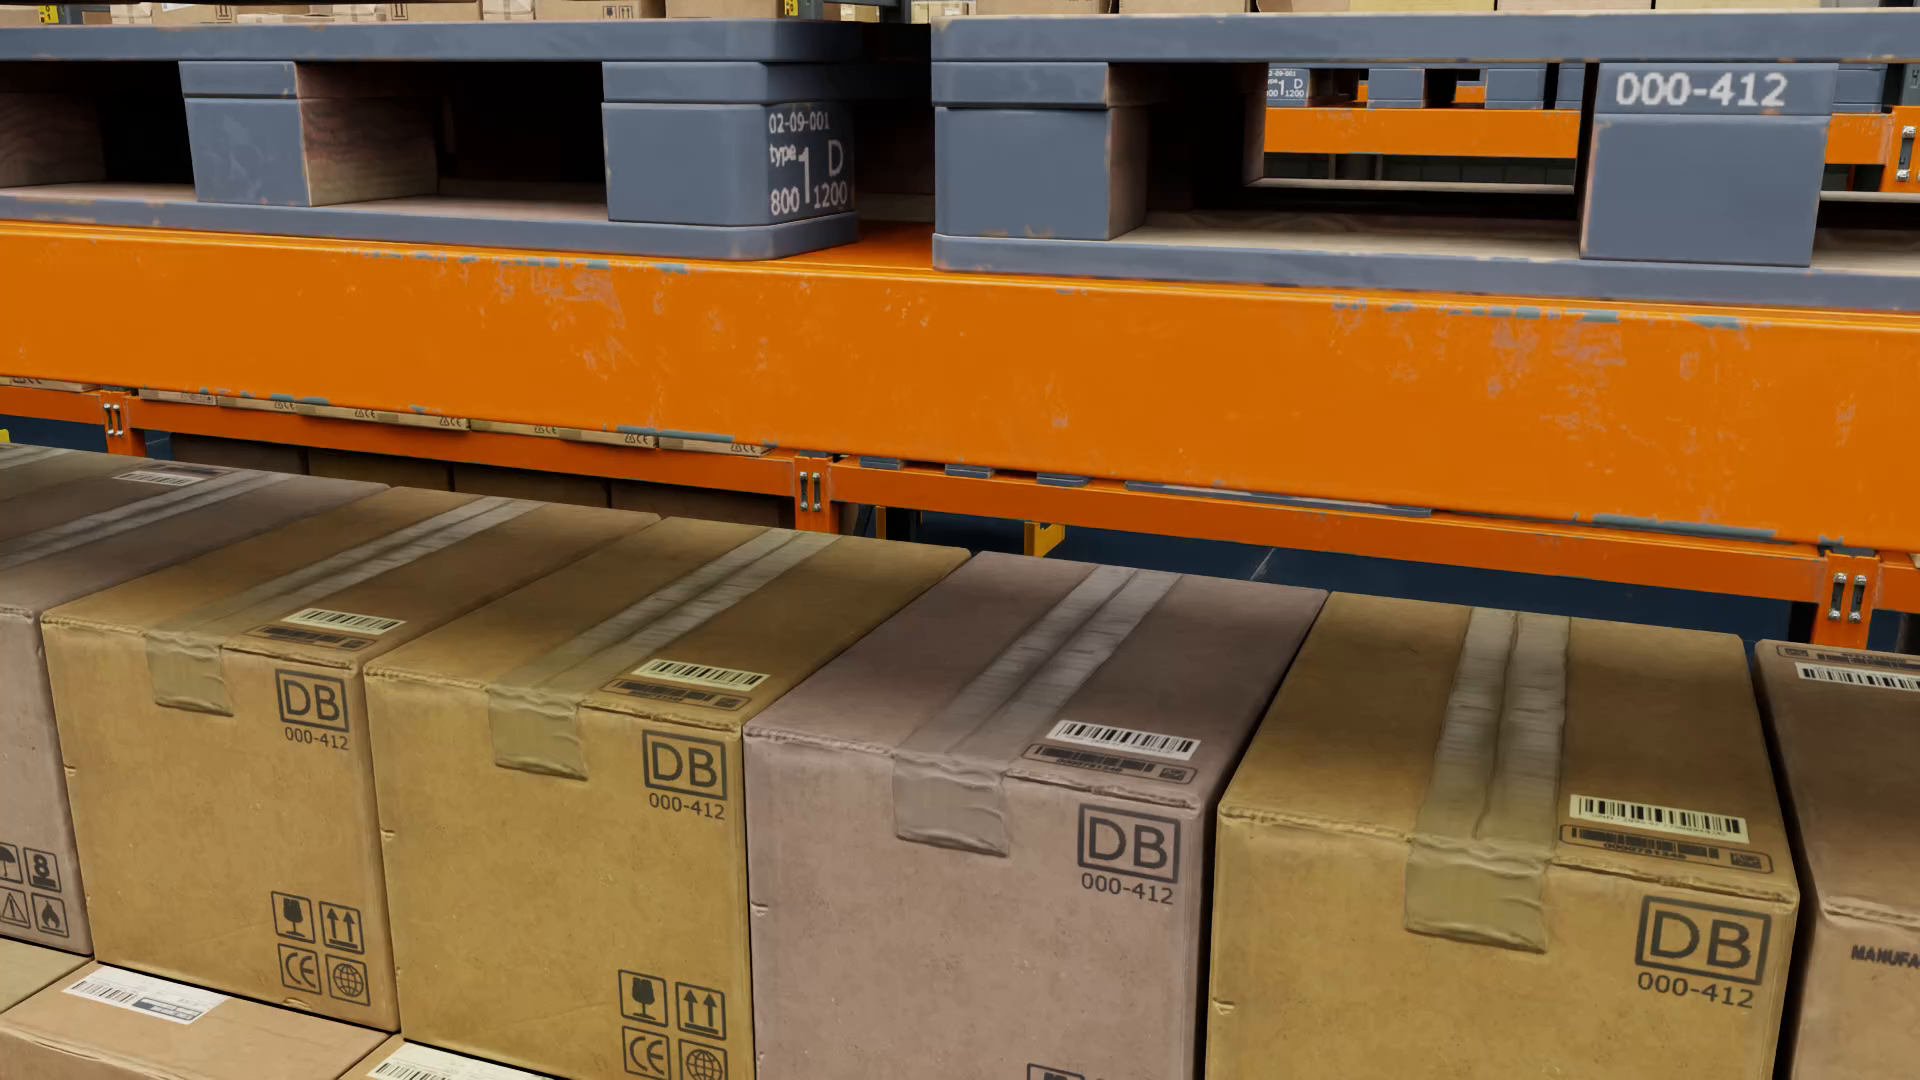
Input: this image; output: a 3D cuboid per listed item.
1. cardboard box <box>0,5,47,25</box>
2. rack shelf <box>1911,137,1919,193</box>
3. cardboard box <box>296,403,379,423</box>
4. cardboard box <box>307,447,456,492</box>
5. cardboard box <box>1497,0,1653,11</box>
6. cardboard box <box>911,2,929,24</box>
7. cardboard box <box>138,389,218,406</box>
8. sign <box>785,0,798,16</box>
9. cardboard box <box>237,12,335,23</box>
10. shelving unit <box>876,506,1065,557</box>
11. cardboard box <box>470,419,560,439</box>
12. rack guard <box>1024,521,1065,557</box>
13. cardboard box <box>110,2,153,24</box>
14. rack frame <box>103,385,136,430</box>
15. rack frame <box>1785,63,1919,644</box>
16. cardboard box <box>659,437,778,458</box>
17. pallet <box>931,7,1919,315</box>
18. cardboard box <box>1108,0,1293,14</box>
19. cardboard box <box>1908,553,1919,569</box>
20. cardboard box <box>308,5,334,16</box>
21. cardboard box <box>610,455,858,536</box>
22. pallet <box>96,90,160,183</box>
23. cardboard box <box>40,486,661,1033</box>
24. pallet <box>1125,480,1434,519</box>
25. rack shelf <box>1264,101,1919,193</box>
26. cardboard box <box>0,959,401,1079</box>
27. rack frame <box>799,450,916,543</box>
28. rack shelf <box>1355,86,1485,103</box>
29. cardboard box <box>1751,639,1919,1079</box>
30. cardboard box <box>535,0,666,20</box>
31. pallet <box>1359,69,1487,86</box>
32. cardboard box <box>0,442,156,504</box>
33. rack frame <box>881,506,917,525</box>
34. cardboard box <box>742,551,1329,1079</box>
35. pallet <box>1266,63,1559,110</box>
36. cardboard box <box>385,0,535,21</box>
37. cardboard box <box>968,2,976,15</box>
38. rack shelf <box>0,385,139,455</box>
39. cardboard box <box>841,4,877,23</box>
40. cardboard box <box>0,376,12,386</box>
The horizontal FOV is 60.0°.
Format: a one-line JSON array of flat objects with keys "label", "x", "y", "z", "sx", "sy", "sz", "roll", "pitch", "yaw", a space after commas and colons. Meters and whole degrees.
[{"label": "cardboard box", "x": -4.889, "y": -2.670, "z": 8.419, "sx": 0.258, "sy": 0.266, "sz": 0.396, "roll": 7, "pitch": 18, "yaw": 22}, {"label": "rack shelf", "x": 5.125, "y": -1.134, "z": 5.110, "sx": 4.000, "sy": 0.370, "sz": 1.077, "roll": 6, "pitch": 17, "yaw": 21}, {"label": "cardboard box", "x": -2.912, "y": -0.767, "z": 8.206, "sx": 0.500, "sy": 0.250, "sz": 0.500, "roll": 6, "pitch": 17, "yaw": 20}, {"label": "cardboard box", "x": -2.728, "y": -0.110, "z": 8.731, "sx": 0.875, "sy": 0.875, "sz": 0.875, "roll": 7, "pitch": 18, "yaw": 22}, {"label": "cardboard box", "x": 2.199, "y": -1.889, "z": 5.936, "sx": 0.500, "sy": 0.250, "sz": 0.500, "roll": 7, "pitch": 17, "yaw": 21}, {"label": "cardboard box", "x": -0.274, "y": -3.734, "z": 11.797, "sx": 0.250, "sy": 0.149, "sz": 0.380, "roll": 6, "pitch": 17, "yaw": 21}, {"label": "cardboard box", "x": -3.865, "y": -0.876, "z": 8.581, "sx": 0.500, "sy": 0.250, "sz": 0.500, "roll": 6, "pitch": 17, "yaw": 19}, {"label": "sign", "x": -0.668, "y": -2.236, "z": 6.548, "sx": 0.005, "sy": 0.325, "sz": 0.100, "roll": 6, "pitch": 17, "yaw": 21}, {"label": "cardboard box", "x": -3.129, "y": -2.372, "z": 7.749, "sx": 0.250, "sy": 0.166, "sz": 0.380, "roll": 5, "pitch": 17, "yaw": 17}, {"label": "shelving unit", "x": 0.071, "y": -0.712, "z": 10.438, "sx": 1.083, "sy": 1.500, "sz": 0.587, "roll": 6, "pitch": 17, "yaw": 21}, {"label": "cardboard box", "x": -1.966, "y": -0.669, "z": 7.867, "sx": 0.500, "sy": 0.250, "sz": 0.500, "roll": 6, "pitch": 17, "yaw": 20}, {"label": "rack guard", "x": 0.534, "y": -0.061, "z": 10.436, "sx": 0.087, "sy": 0.250, "sz": 0.587, "roll": 6, "pitch": 17, "yaw": 21}, {"label": "cardboard box", "x": -3.840, "y": -2.498, "z": 8.004, "sx": 0.258, "sy": 0.266, "sz": 0.396, "roll": 6, "pitch": 17, "yaw": 20}, {"label": "rack frame", "x": -4.177, "y": -1.062, "z": 8.951, "sx": 0.127, "sy": 3.000, "sz": 1.000, "roll": 6, "pitch": 17, "yaw": 21}, {"label": "rack frame", "x": 3.265, "y": -0.244, "z": 6.132, "sx": 0.127, "sy": 3.000, "sz": 1.000, "roll": 6, "pitch": 17, "yaw": 21}, {"label": "cardboard box", "x": -1.022, "y": -0.565, "z": 7.509, "sx": 0.500, "sy": 0.250, "sz": 0.500, "roll": 6, "pitch": 17, "yaw": 19}, {"label": "pallet", "x": 0.671, "y": -0.379, "z": 1.562, "sx": 1.217, "sy": 0.209, "sz": 0.805, "roll": 6, "pitch": 17, "yaw": 18}, {"label": "cardboard box", "x": 0.973, "y": -1.994, "z": 6.597, "sx": 0.637, "sy": 0.503, "sz": 0.797, "roll": 6, "pitch": 17, "yaw": 21}, {"label": "cardboard box", "x": 3.440, "y": -0.008, "z": 5.770, "sx": 0.250, "sy": 0.149, "sz": 0.380, "roll": 6, "pitch": 17, "yaw": 20}, {"label": "cardboard box", "x": -3.281, "y": -2.626, "z": 8.364, "sx": 0.500, "sy": 0.311, "sz": 0.500, "roll": 6, "pitch": 17, "yaw": 21}, {"label": "cardboard box", "x": -1.068, "y": 0.074, "z": 8.097, "sx": 0.875, "sy": 0.875, "sz": 0.875, "roll": 6, "pitch": 17, "yaw": 20}, {"label": "pallet", "x": -1.560, "y": -0.656, "z": 2.513, "sx": 1.003, "sy": 0.211, "sz": 1.213, "roll": 7, "pitch": 18, "yaw": 23}, {"label": "cardboard box", "x": -0.816, "y": 0.265, "z": 2.408, "sx": 0.500, "sy": 0.500, "sz": 0.700, "roll": 6, "pitch": 17, "yaw": 20}, {"label": "pallet", "x": 1.400, "y": -0.369, "z": 6.908, "sx": 1.213, "sy": 0.211, "sz": 1.003, "roll": 6, "pitch": 17, "yaw": 21}, {"label": "rack shelf", "x": 1.404, "y": -1.543, "z": 6.519, "sx": 4.000, "sy": 0.370, "sz": 1.077, "roll": 6, "pitch": 17, "yaw": 21}, {"label": "cardboard box", "x": -0.917, "y": 0.812, "z": 2.316, "sx": 0.500, "sy": 0.500, "sz": 0.500, "roll": 6, "pitch": 17, "yaw": 21}, {"label": "rack frame", "x": -0.456, "y": -0.653, "z": 7.542, "sx": 0.127, "sy": 3.000, "sz": 1.000, "roll": 6, "pitch": 17, "yaw": 21}, {"label": "rack shelf", "x": 3.222, "y": -2.831, "z": 10.955, "sx": 4.000, "sy": 0.370, "sz": 1.077, "roll": 6, "pitch": 17, "yaw": 21}, {"label": "cardboard box", "x": 1.078, "y": 0.473, "z": 1.691, "sx": 0.500, "sy": 0.500, "sz": 0.700, "roll": 6, "pitch": 17, "yaw": 20}, {"label": "cardboard box", "x": -1.447, "y": -2.395, "z": 7.230, "sx": 0.500, "sy": 0.500, "sz": 0.700, "roll": 5, "pitch": 17, "yaw": 18}, {"label": "pallet", "x": 3.067, "y": -3.130, "z": 11.035, "sx": 1.213, "sy": 0.211, "sz": 1.003, "roll": 7, "pitch": 18, "yaw": 23}, {"label": "cardboard box", "x": -1.765, "y": 0.162, "z": 2.764, "sx": 0.500, "sy": 0.500, "sz": 0.700, "roll": 6, "pitch": 17, "yaw": 20}, {"label": "rack frame", "x": -0.394, "y": -0.764, "z": 10.614, "sx": 0.032, "sy": 1.500, "sz": 0.500, "roll": 6, "pitch": 17, "yaw": 21}, {"label": "cardboard box", "x": 0.129, "y": 0.369, "z": 2.049, "sx": 0.500, "sy": 0.500, "sz": 0.700, "roll": 6, "pitch": 17, "yaw": 21}, {"label": "pallet", "x": 1.763, "y": -1.790, "z": 6.416, "sx": 1.003, "sy": 0.211, "sz": 1.213, "roll": 6, "pitch": 17, "yaw": 21}, {"label": "cardboard box", "x": -2.202, "y": -2.448, "z": 7.413, "sx": 0.500, "sy": 0.500, "sz": 0.500, "roll": 6, "pitch": 17, "yaw": 21}, {"label": "cardboard box", "x": 0.240, "y": -3.707, "z": 11.703, "sx": 0.250, "sy": 0.149, "sz": 0.380, "roll": 6, "pitch": 17, "yaw": 20}, {"label": "rack shelf", "x": -6.038, "y": -0.921, "z": 9.756, "sx": 4.000, "sy": 0.370, "sz": 1.077, "roll": 6, "pitch": 17, "yaw": 21}, {"label": "cardboard box", "x": -0.789, "y": -3.775, "z": 11.903, "sx": 0.250, "sy": 0.149, "sz": 0.380, "roll": 6, "pitch": 17, "yaw": 21}, {"label": "cardboard box", "x": -5.183, "y": -1.142, "z": 9.049, "sx": 0.500, "sy": 0.500, "sz": 0.500, "roll": 6, "pitch": 17, "yaw": 19}]
